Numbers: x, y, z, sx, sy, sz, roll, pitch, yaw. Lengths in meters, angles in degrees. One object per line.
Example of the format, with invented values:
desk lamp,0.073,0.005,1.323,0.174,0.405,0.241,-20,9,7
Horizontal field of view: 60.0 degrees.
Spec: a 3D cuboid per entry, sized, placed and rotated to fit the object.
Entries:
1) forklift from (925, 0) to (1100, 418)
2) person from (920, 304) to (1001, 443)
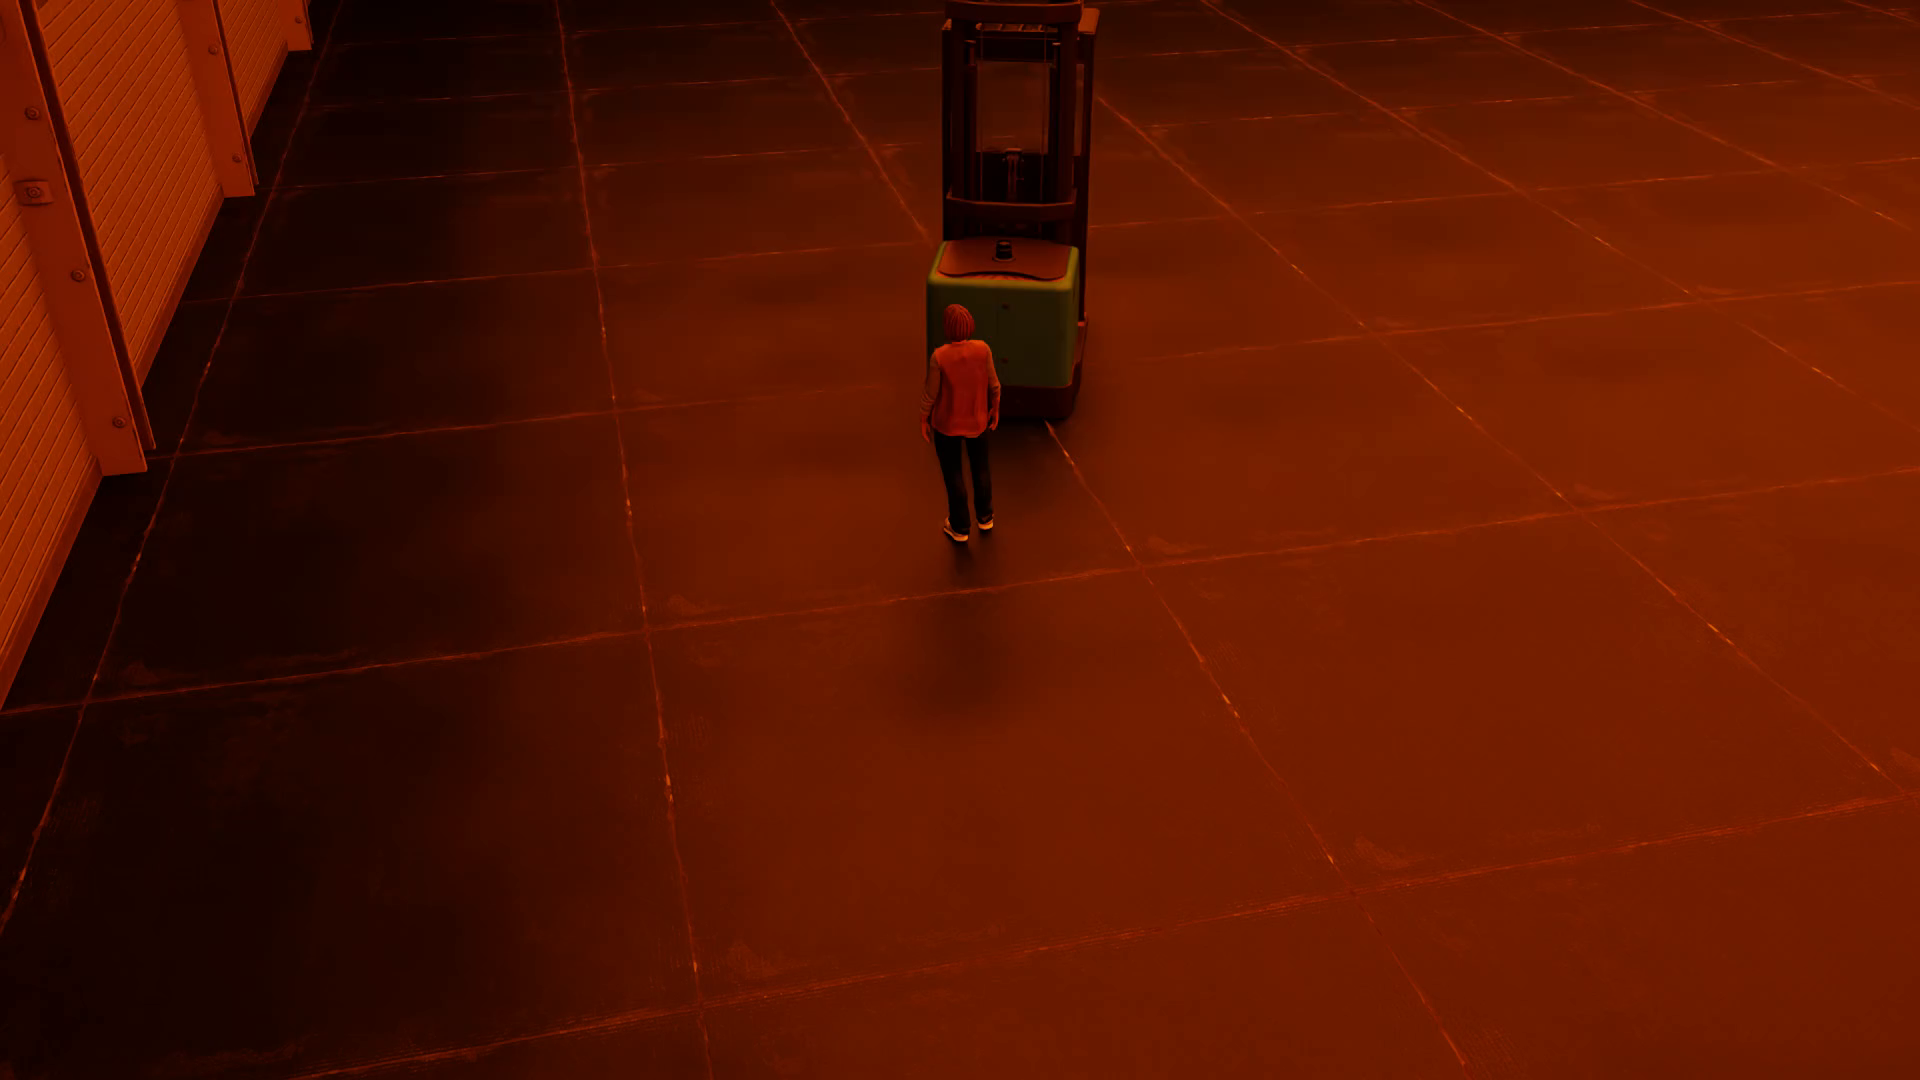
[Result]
forklift,0.445,-2.850,12.498,1.130,2.935,3.031,4,30,6
person,0.010,-0.980,9.905,0.502,0.918,0.258,-7,31,-12
